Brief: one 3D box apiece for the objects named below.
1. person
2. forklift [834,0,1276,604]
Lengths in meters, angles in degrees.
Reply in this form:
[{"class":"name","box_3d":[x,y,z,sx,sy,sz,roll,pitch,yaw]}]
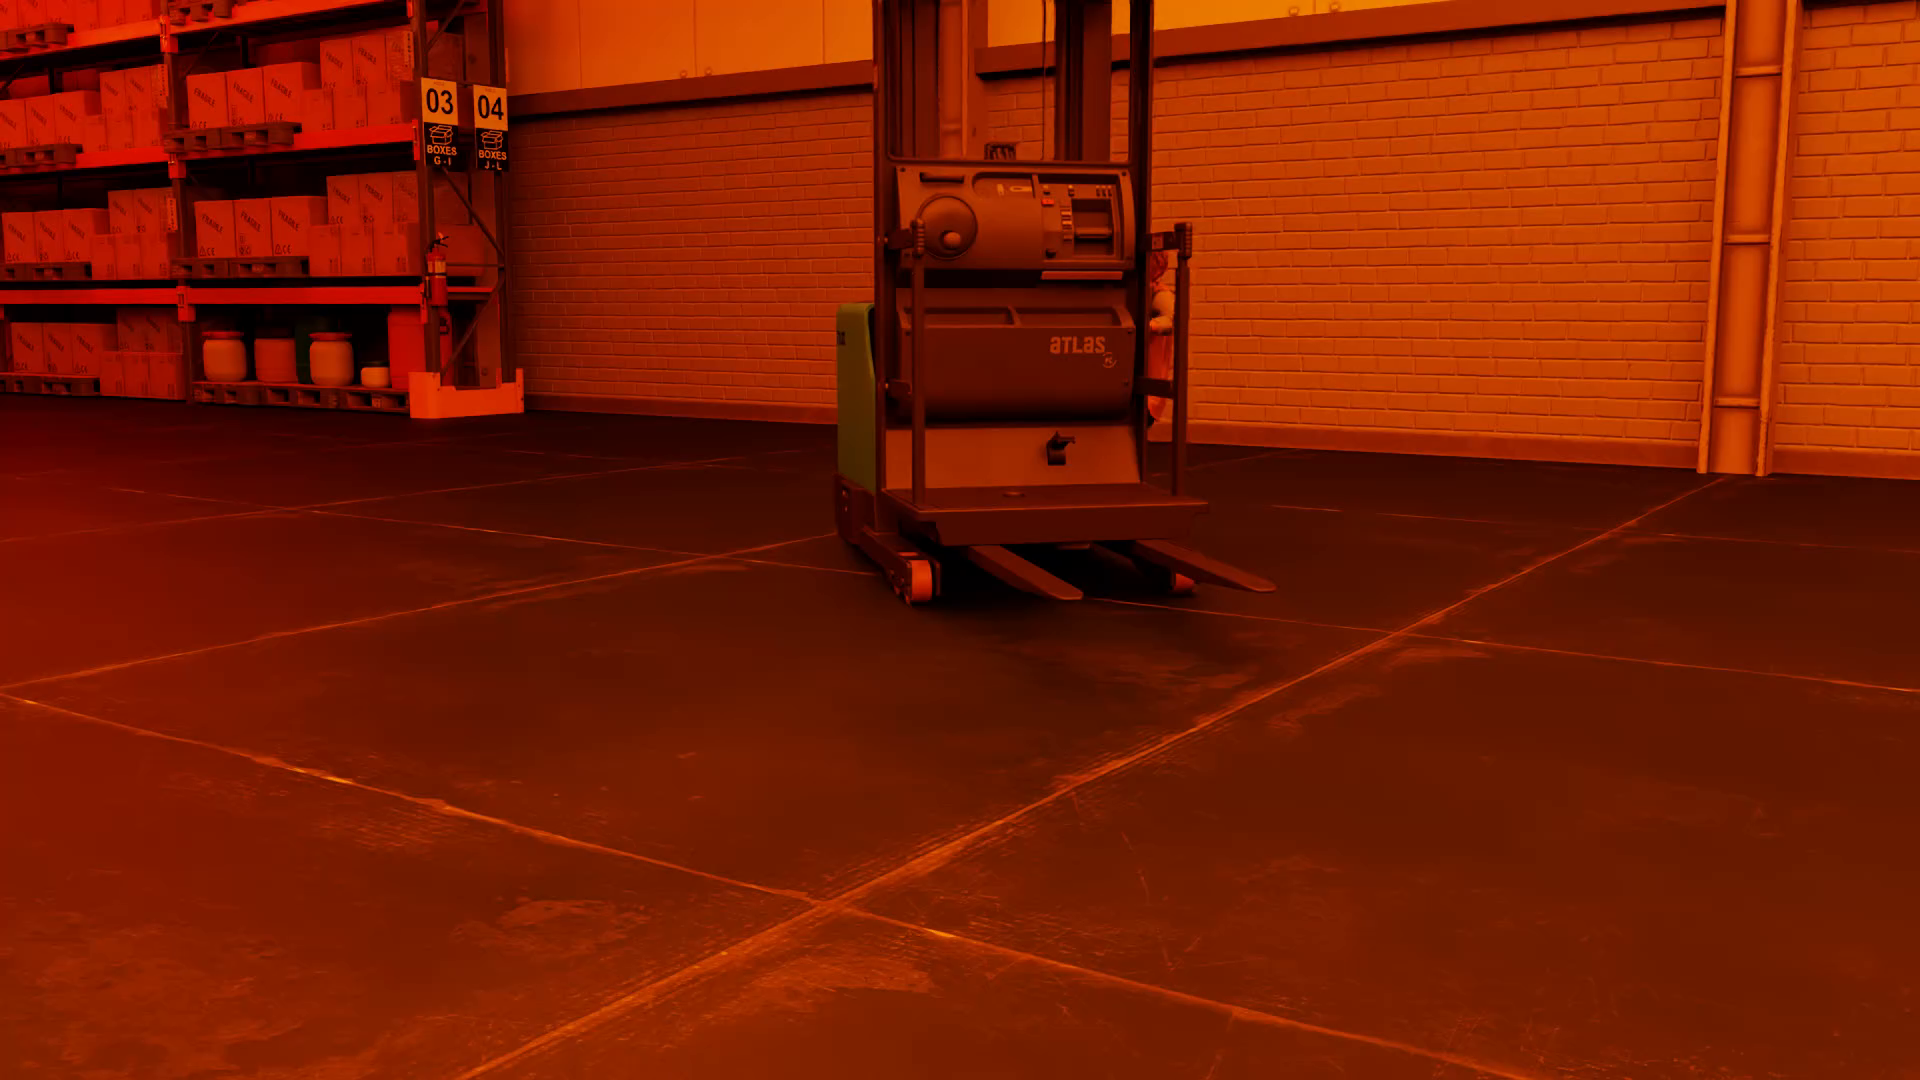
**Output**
[{"class":"person","box_3d":[0.582,-0.665,7.358,0.756,1.365,0.893,-7,10,-39]},{"class":"forklift","box_3d":[0.269,-1.277,6.175,1.130,2.935,3.031,-2,8,-13]}]
